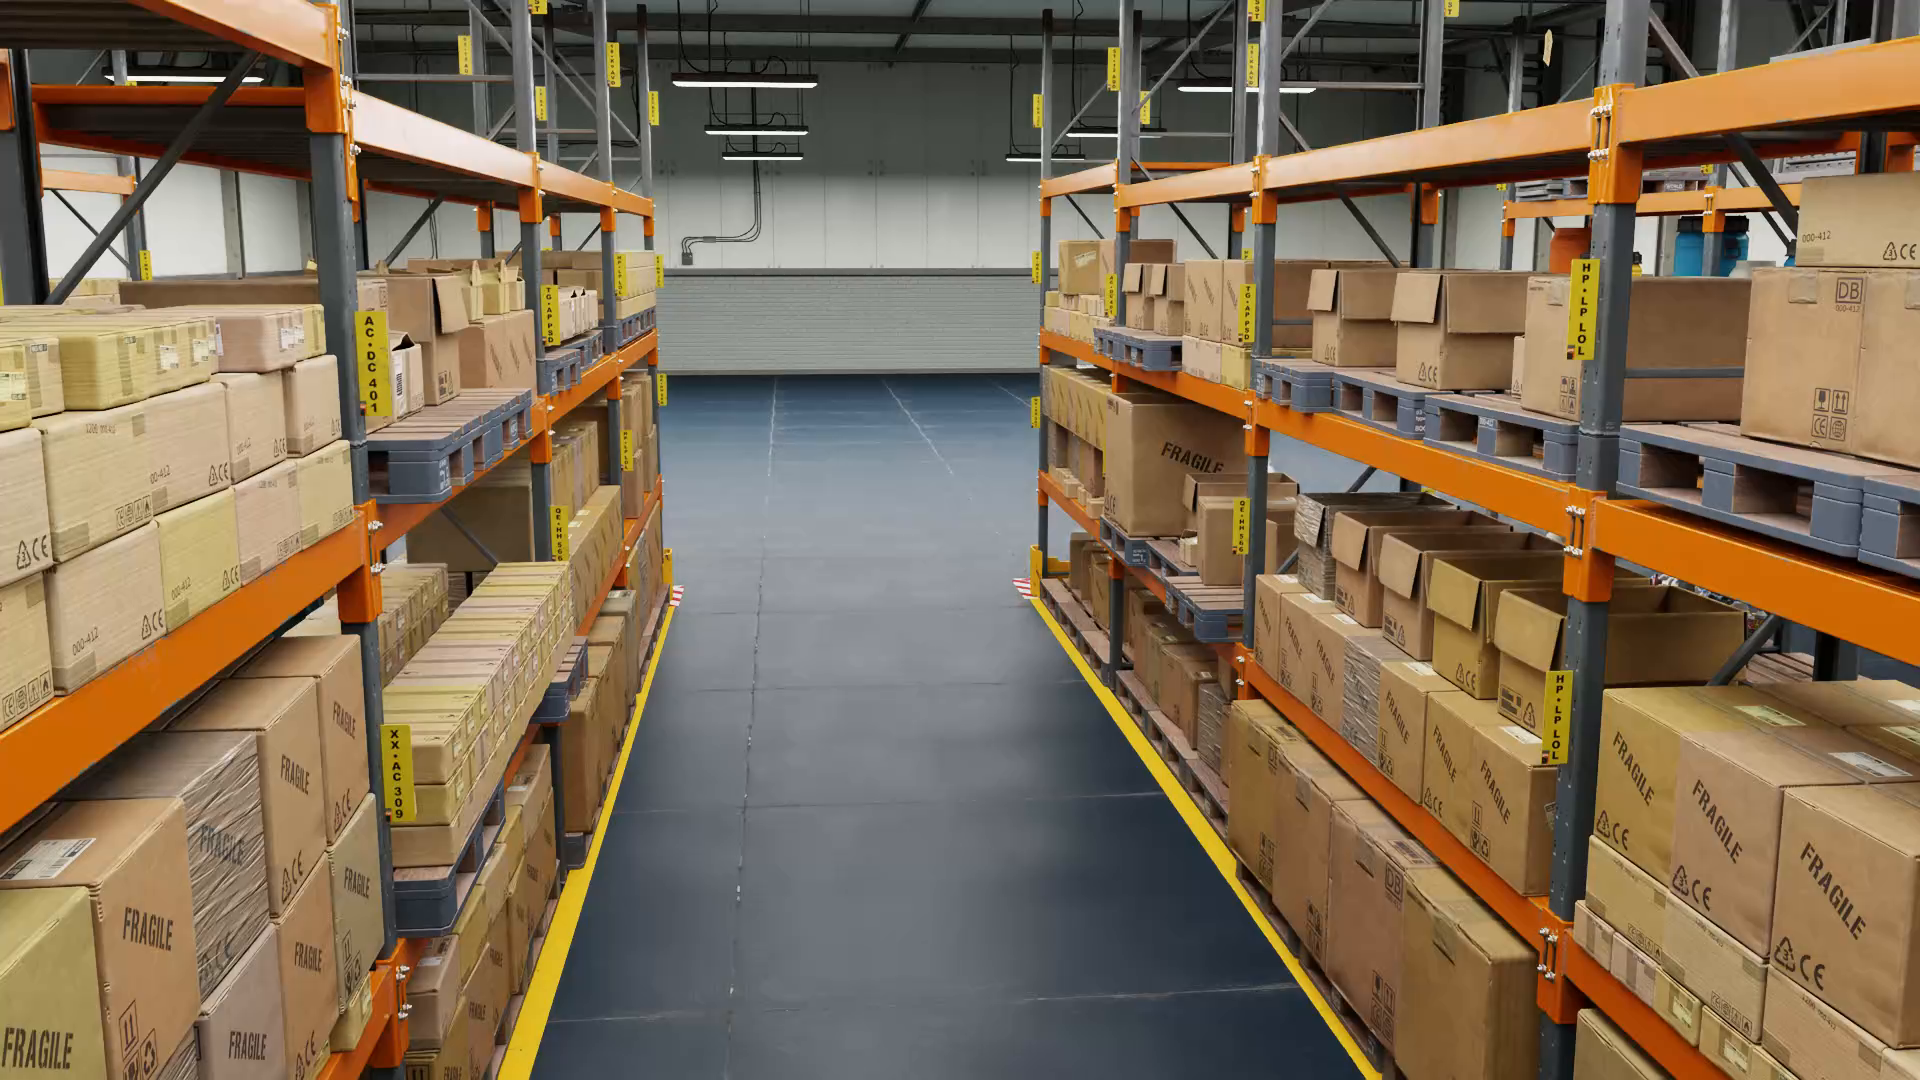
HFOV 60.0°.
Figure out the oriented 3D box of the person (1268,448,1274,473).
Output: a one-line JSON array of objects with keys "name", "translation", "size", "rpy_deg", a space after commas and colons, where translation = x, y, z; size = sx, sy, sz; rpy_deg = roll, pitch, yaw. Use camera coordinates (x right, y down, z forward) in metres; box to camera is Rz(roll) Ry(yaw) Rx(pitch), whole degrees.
[{"name": "person", "translation": [2.927, -0.150, 16.675], "size": [0.589, 1.765, 0.728], "rpy_deg": [-1, 10, -4]}]
